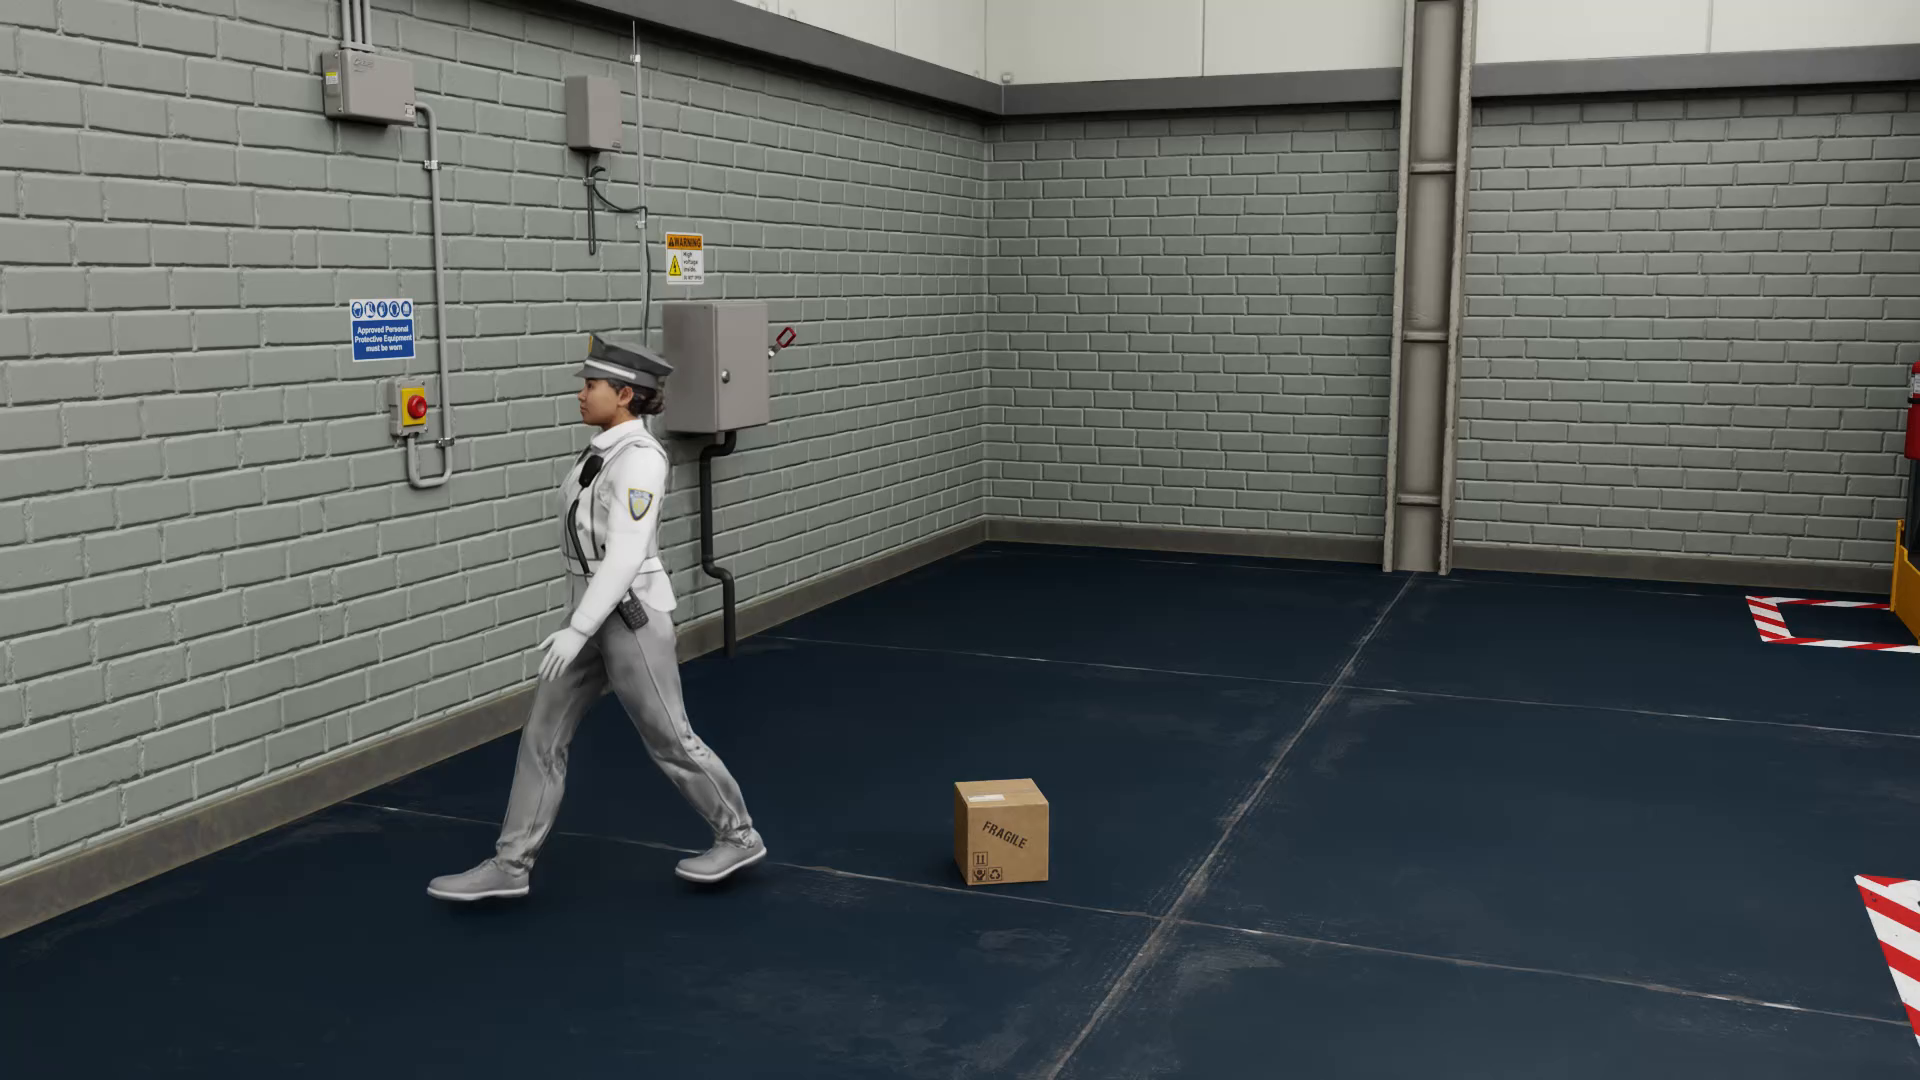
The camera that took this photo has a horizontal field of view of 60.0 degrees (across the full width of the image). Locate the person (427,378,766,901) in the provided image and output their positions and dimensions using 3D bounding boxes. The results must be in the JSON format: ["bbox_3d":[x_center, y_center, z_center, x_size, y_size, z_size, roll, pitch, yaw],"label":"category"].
[{"bbox_3d":[-1.036,0.245,4.744,0.961,1.594,0.502,-5,10,-29],"label":"person"}]
